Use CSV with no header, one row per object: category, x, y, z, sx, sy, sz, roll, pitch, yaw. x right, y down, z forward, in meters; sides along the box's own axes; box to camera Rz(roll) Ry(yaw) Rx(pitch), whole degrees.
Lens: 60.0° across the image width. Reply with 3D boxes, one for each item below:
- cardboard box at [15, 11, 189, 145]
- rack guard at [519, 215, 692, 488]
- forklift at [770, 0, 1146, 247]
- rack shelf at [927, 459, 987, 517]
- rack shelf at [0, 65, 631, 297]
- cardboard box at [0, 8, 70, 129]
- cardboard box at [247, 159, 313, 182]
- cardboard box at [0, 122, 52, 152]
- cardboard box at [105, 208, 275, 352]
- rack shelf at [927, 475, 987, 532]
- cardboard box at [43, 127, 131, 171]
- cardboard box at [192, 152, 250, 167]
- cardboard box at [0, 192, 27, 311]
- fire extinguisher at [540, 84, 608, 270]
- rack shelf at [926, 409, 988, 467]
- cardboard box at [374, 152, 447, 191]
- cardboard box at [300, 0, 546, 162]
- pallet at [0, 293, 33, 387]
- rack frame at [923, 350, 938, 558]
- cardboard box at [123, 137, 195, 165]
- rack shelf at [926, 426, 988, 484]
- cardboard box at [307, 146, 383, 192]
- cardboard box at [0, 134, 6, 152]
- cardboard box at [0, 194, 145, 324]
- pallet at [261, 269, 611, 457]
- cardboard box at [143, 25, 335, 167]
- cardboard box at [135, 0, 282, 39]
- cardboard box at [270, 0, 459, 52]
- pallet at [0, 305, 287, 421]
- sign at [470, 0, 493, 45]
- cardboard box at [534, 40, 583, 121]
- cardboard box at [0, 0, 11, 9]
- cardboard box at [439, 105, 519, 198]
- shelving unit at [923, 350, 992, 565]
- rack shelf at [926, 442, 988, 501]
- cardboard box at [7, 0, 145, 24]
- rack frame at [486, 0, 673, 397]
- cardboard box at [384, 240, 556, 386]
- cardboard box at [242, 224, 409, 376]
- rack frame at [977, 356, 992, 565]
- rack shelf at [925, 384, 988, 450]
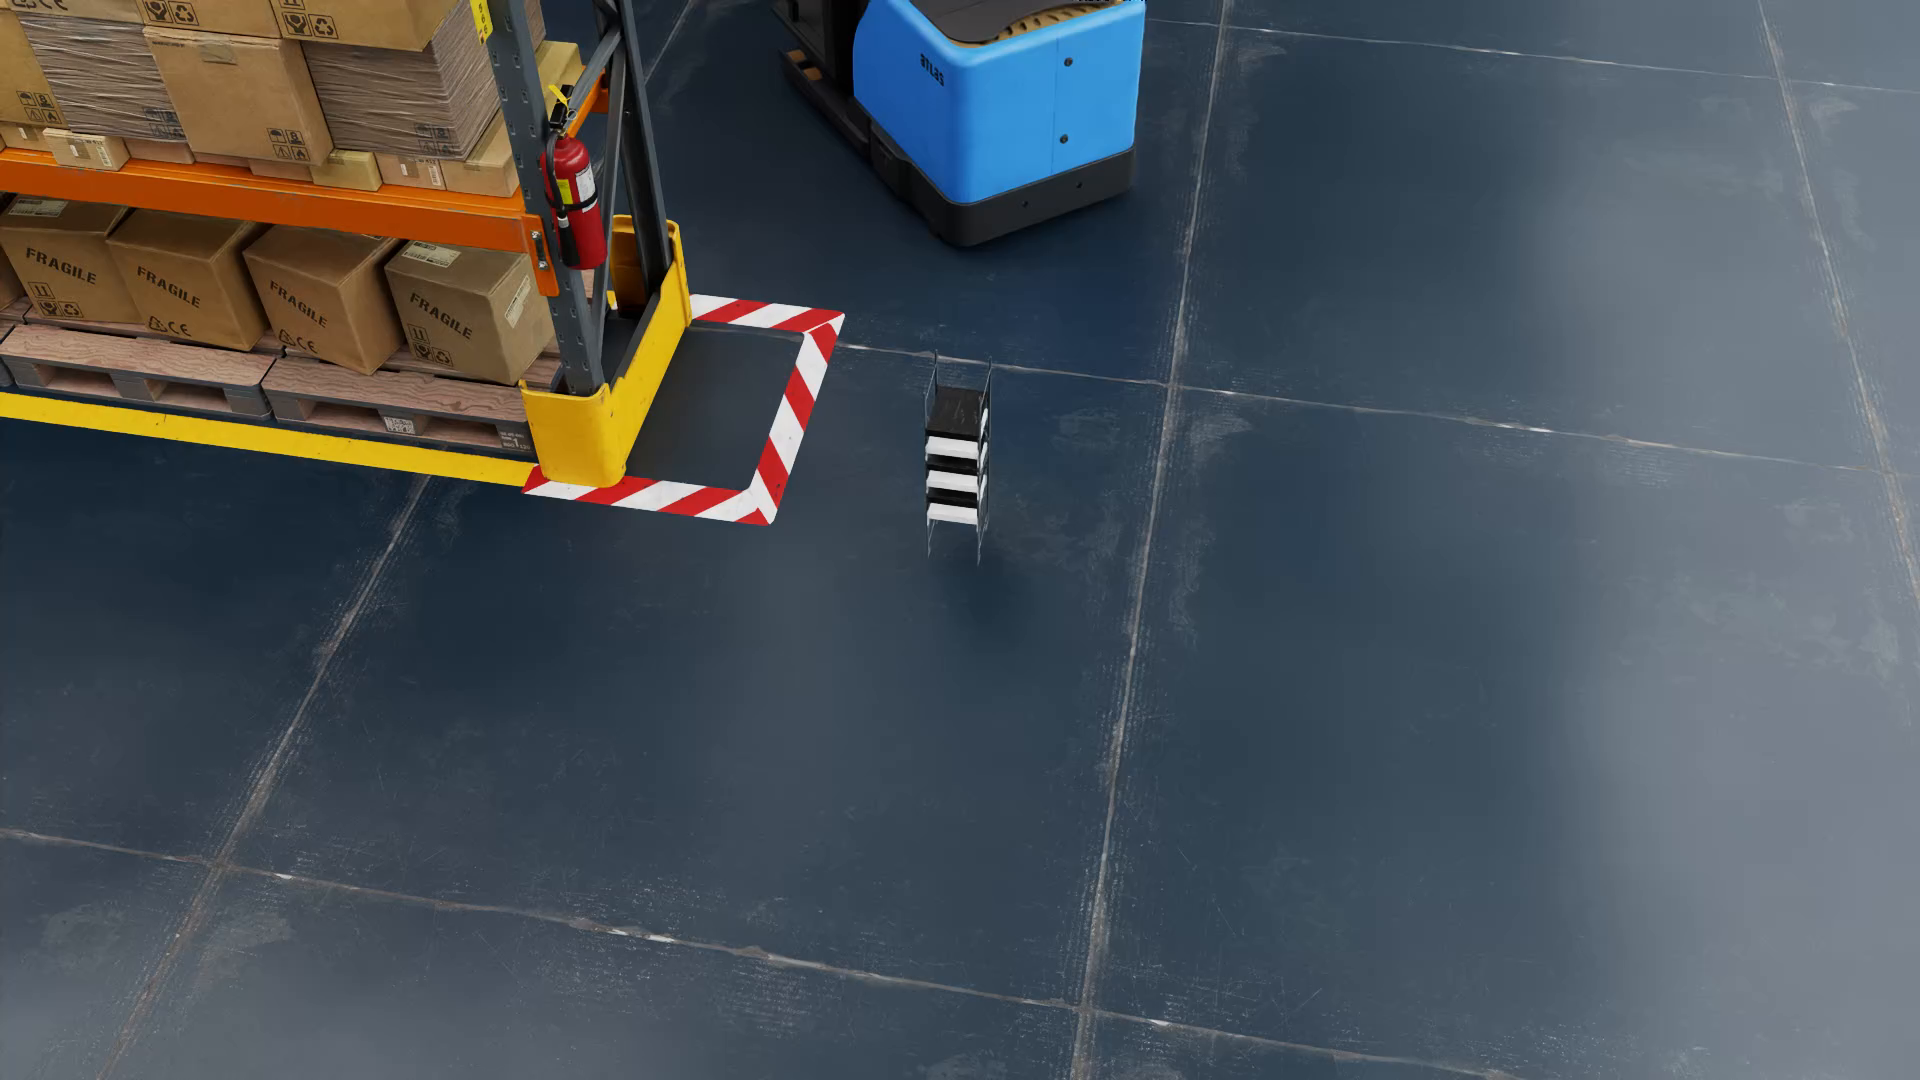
cardboard box,-2.952,-1.953,6.193,0.500,0.500,0.875,8,49,7
rack guard,-1.492,-0.826,7.128,0.348,0.500,1.175,8,49,7
forklift,-0.304,-3.464,7.864,1.130,2.935,3.031,-23,52,-19
rack shelf,-0.008,-0.219,6.480,0.200,0.077,0.258,8,49,7
rack shelf,-3.386,-1.676,6.695,4.000,0.370,1.077,8,49,7
cardboard box,-3.442,-2.028,6.260,0.500,0.500,0.875,8,49,7
cardboard box,-2.479,-1.527,6.247,0.250,0.149,0.380,8,49,7
cardboard box,-3.463,-1.660,6.366,0.250,0.149,0.380,8,49,7
cardboard box,-3.236,-1.202,7.184,0.500,0.500,0.500,12,49,10
rack shelf,-0.008,-0.159,6.547,0.200,0.077,0.258,8,49,7
cardboard box,-3.229,-1.576,6.290,0.250,0.149,0.380,8,49,7
cardboard box,-2.718,-1.591,6.304,0.250,0.149,0.380,8,49,7
cardboard box,-4.402,-1.333,7.301,0.500,0.500,0.500,22,52,19
fire extinguisher,-1.387,-1.273,5.901,0.183,0.674,0.296,8,49,7
rack shelf,-0.008,-0.400,6.279,0.200,0.077,0.258,8,49,7
cardboard box,-1.981,-1.488,6.211,0.250,0.149,0.380,8,49,7
cardboard box,-1.954,-1.877,6.125,0.500,0.500,0.875,8,49,7
pallet,-4.687,-1.186,7.645,1.213,0.211,1.003,8,49,7
rack frame,-0.108,-0.315,6.400,0.006,0.900,0.240,8,49,7
cardboard box,-2.968,-1.607,6.319,0.250,0.149,0.380,8,49,7
rack shelf,-0.008,-0.340,6.346,0.200,0.077,0.258,8,49,7
cardboard box,-2.236,-1.483,6.207,0.250,0.149,0.380,8,49,7
cardboard box,-3.717,-1.659,6.365,0.250,0.149,0.380,8,49,7
cardboard box,-3.777,-1.309,7.279,0.500,0.500,0.500,4,48,3
pallet,-2.285,-0.863,7.355,1.213,0.211,1.003,8,49,7
cardboard box,-2.467,-1.856,6.105,0.500,0.500,0.875,8,49,7
cardboard box,-2.496,-2.072,5.628,0.500,0.500,0.500,8,49,7
cardboard box,-2.003,-2.010,5.572,0.500,0.500,0.500,8,49,7
pallet,-3.482,-1.026,7.502,1.213,0.211,1.003,8,49,7
sign,-1.536,-1.741,5.278,0.005,0.325,0.100,8,49,7
cardboard box,-1.656,-1.780,6.473,0.250,0.149,0.380,8,49,7
cardboard box,-3.478,-2.212,5.754,0.500,0.500,0.500,8,49,7
cardboard box,-1.735,-1.454,6.181,0.250,0.149,0.380,8,49,7
shelving unit,-0.008,-0.302,6.388,0.210,0.900,0.258,8,49,7
rack shelf,-0.008,-0.280,6.413,0.200,0.077,0.258,8,49,7
cardboard box,-2.987,-2.140,5.689,0.500,0.500,0.500,8,49,7
rack frame,-1.418,-1.652,6.189,0.127,3.000,1.000,8,49,7
cardboard box,-2.029,-1.051,7.048,0.500,0.500,0.500,16,50,14
cardboard box,-2.623,-1.105,7.097,0.500,0.500,0.500,19,51,17
rack frame,0.092,-0.288,6.376,0.006,0.900,0.240,8,49,7
rack shelf,-0.008,-0.460,6.212,0.200,0.077,0.258,8,49,7
